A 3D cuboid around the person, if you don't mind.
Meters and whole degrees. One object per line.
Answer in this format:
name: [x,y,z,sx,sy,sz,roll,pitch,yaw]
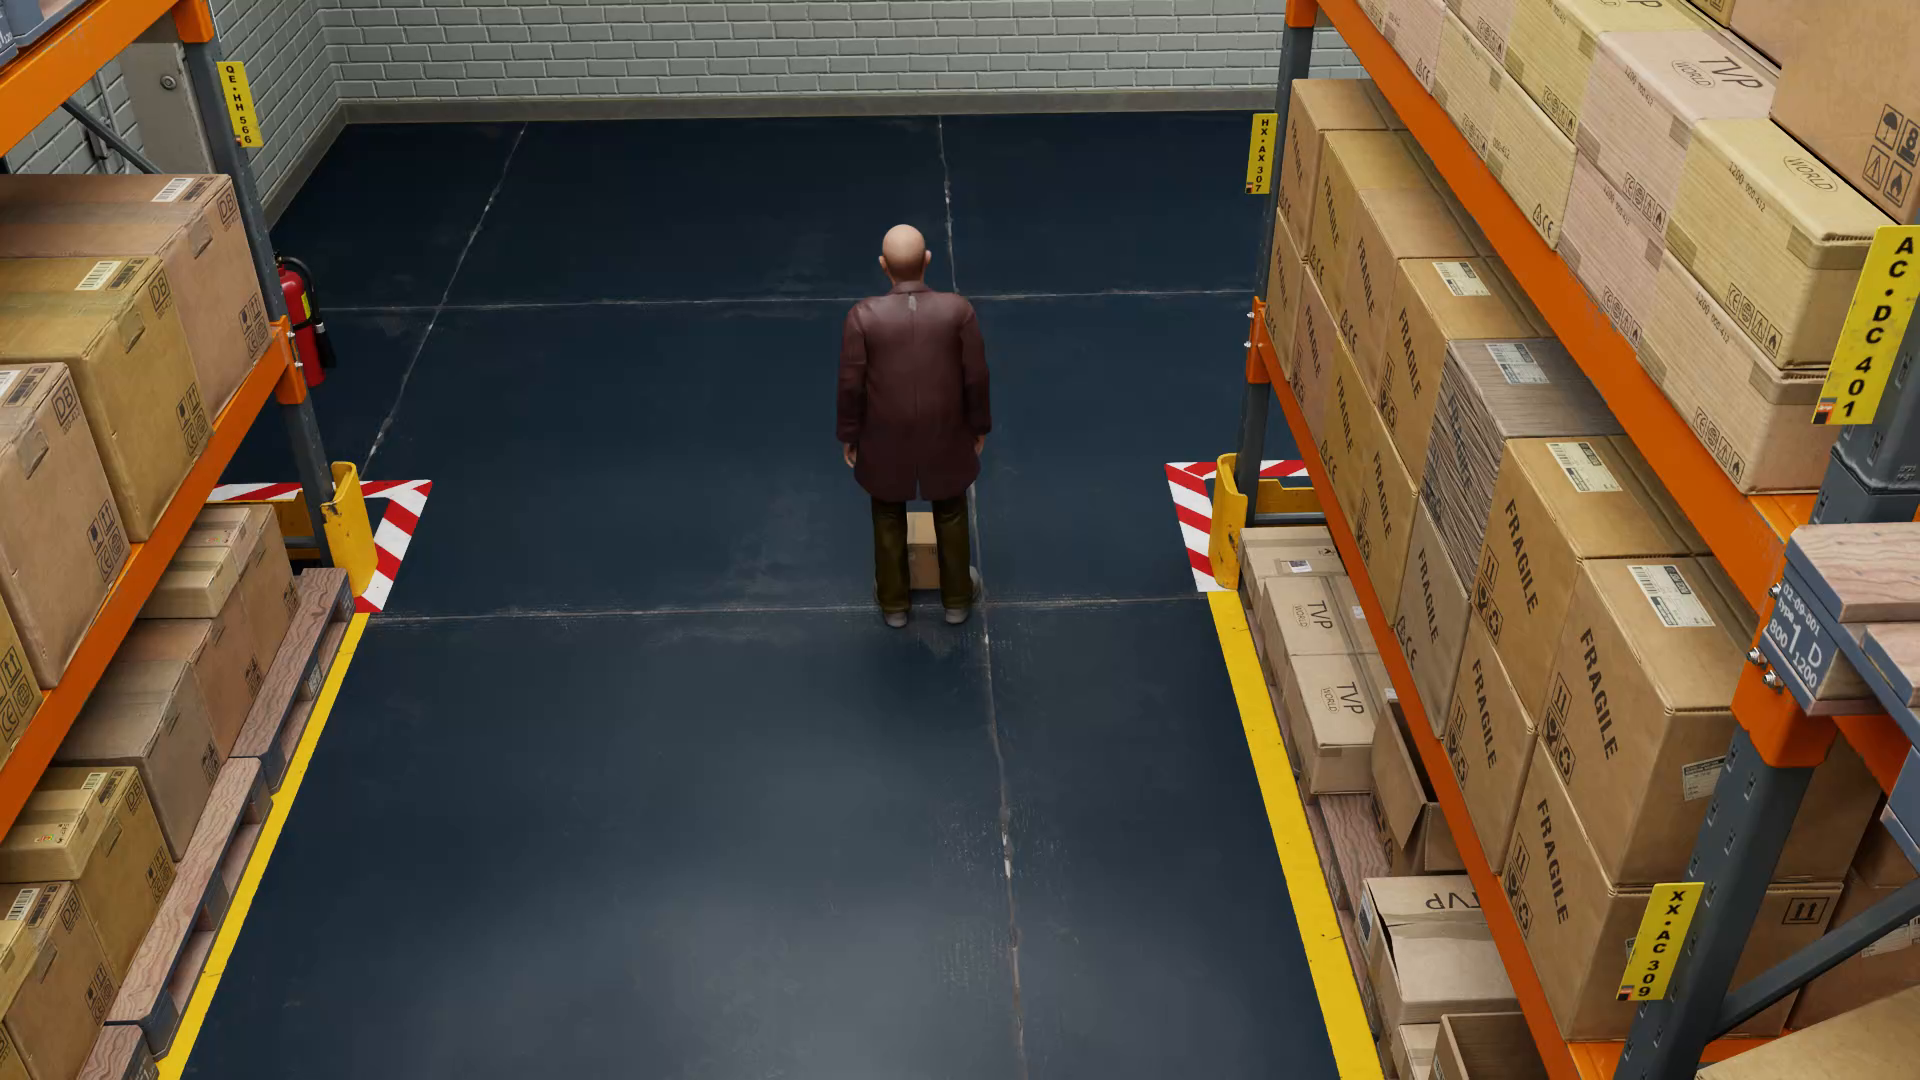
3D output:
person: [-0.187,-0.361,6.839,0.640,1.590,0.428,-3,35,-4]
